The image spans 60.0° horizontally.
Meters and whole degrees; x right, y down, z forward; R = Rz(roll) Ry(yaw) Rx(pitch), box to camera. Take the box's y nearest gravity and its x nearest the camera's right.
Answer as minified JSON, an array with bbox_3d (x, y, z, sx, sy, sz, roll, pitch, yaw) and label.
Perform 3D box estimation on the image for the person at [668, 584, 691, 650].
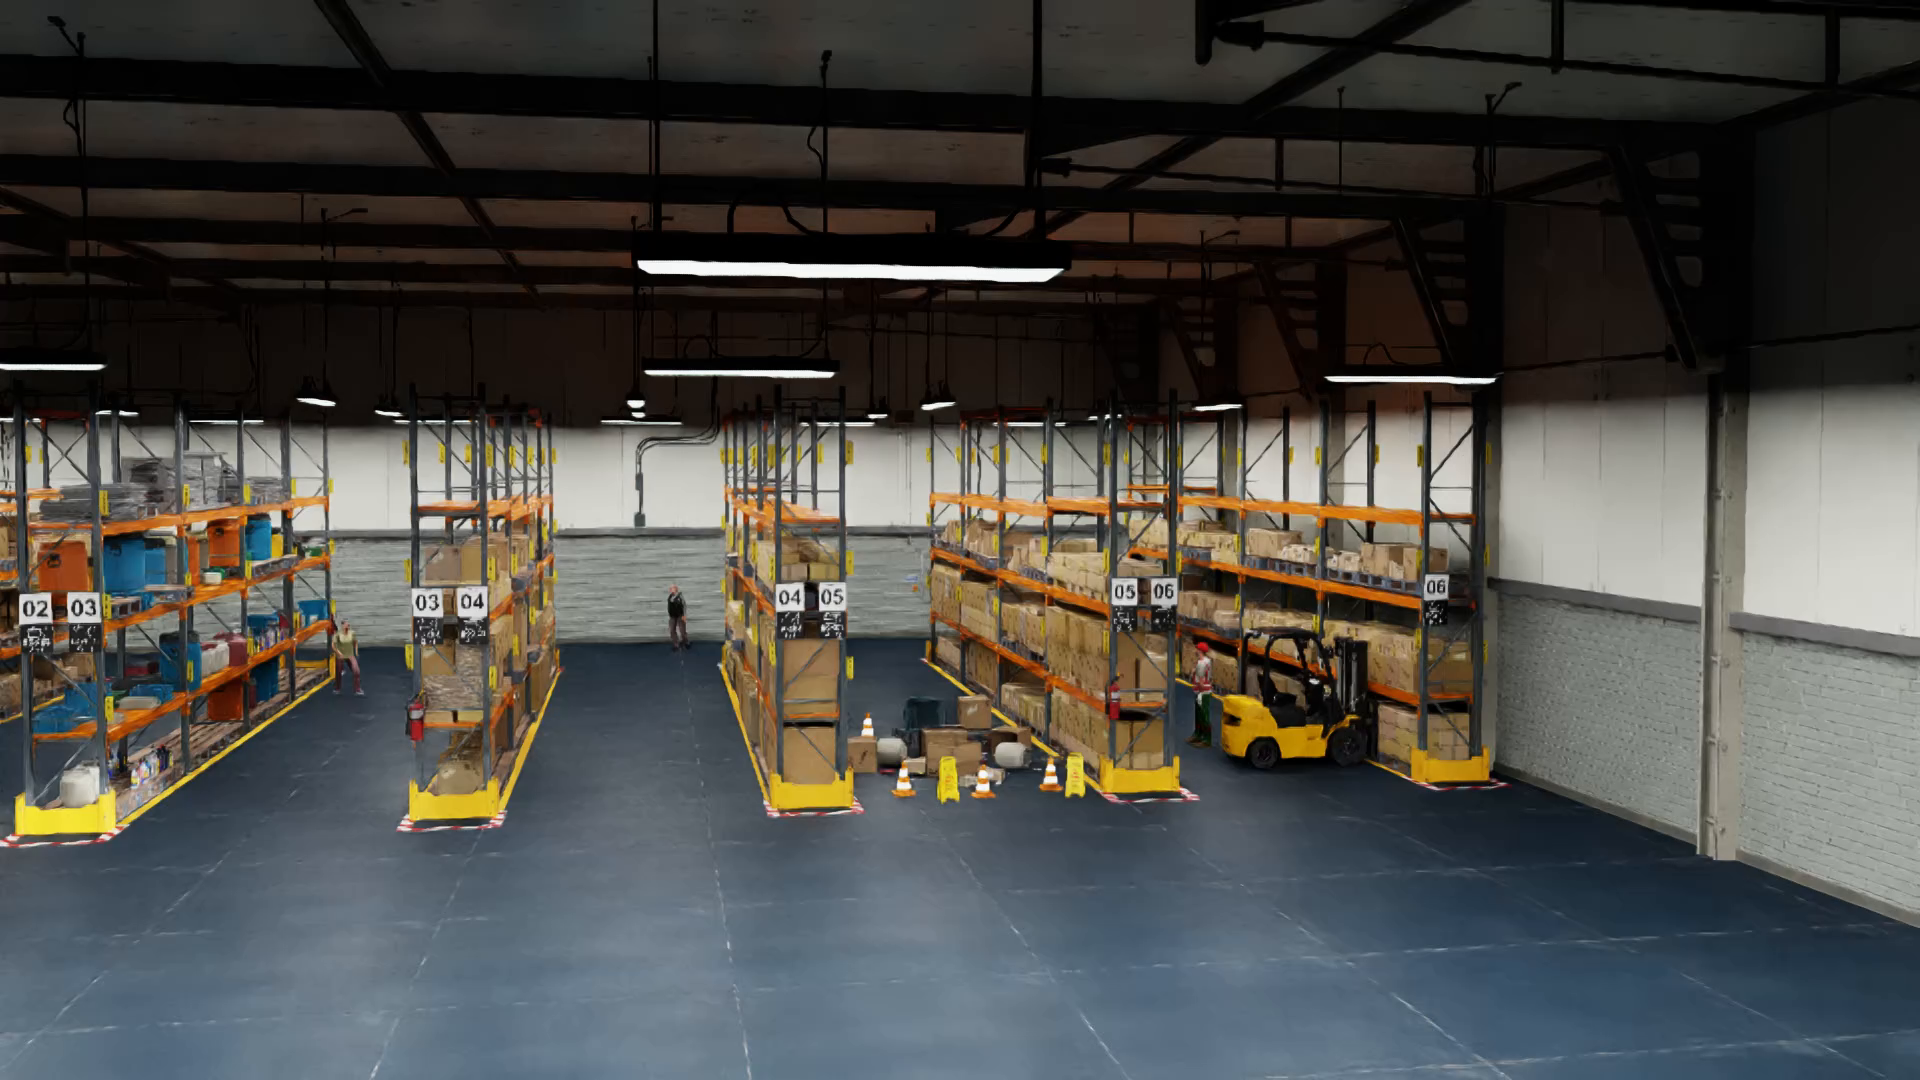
[{"bbox_3d":[-7.282,1.973,43.048,0.579,1.708,0.551,1,3,26],"label":"person"}]

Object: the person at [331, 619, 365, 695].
[{"bbox_3d":[-12.823,2.547,34.743,0.620,1.365,0.817,-2,3,-28],"label":"person"}]

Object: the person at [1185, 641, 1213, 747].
[{"bbox_3d":[4.116,2.639,28.664,0.494,1.786,0.606,1,3,18],"label":"person"}]
